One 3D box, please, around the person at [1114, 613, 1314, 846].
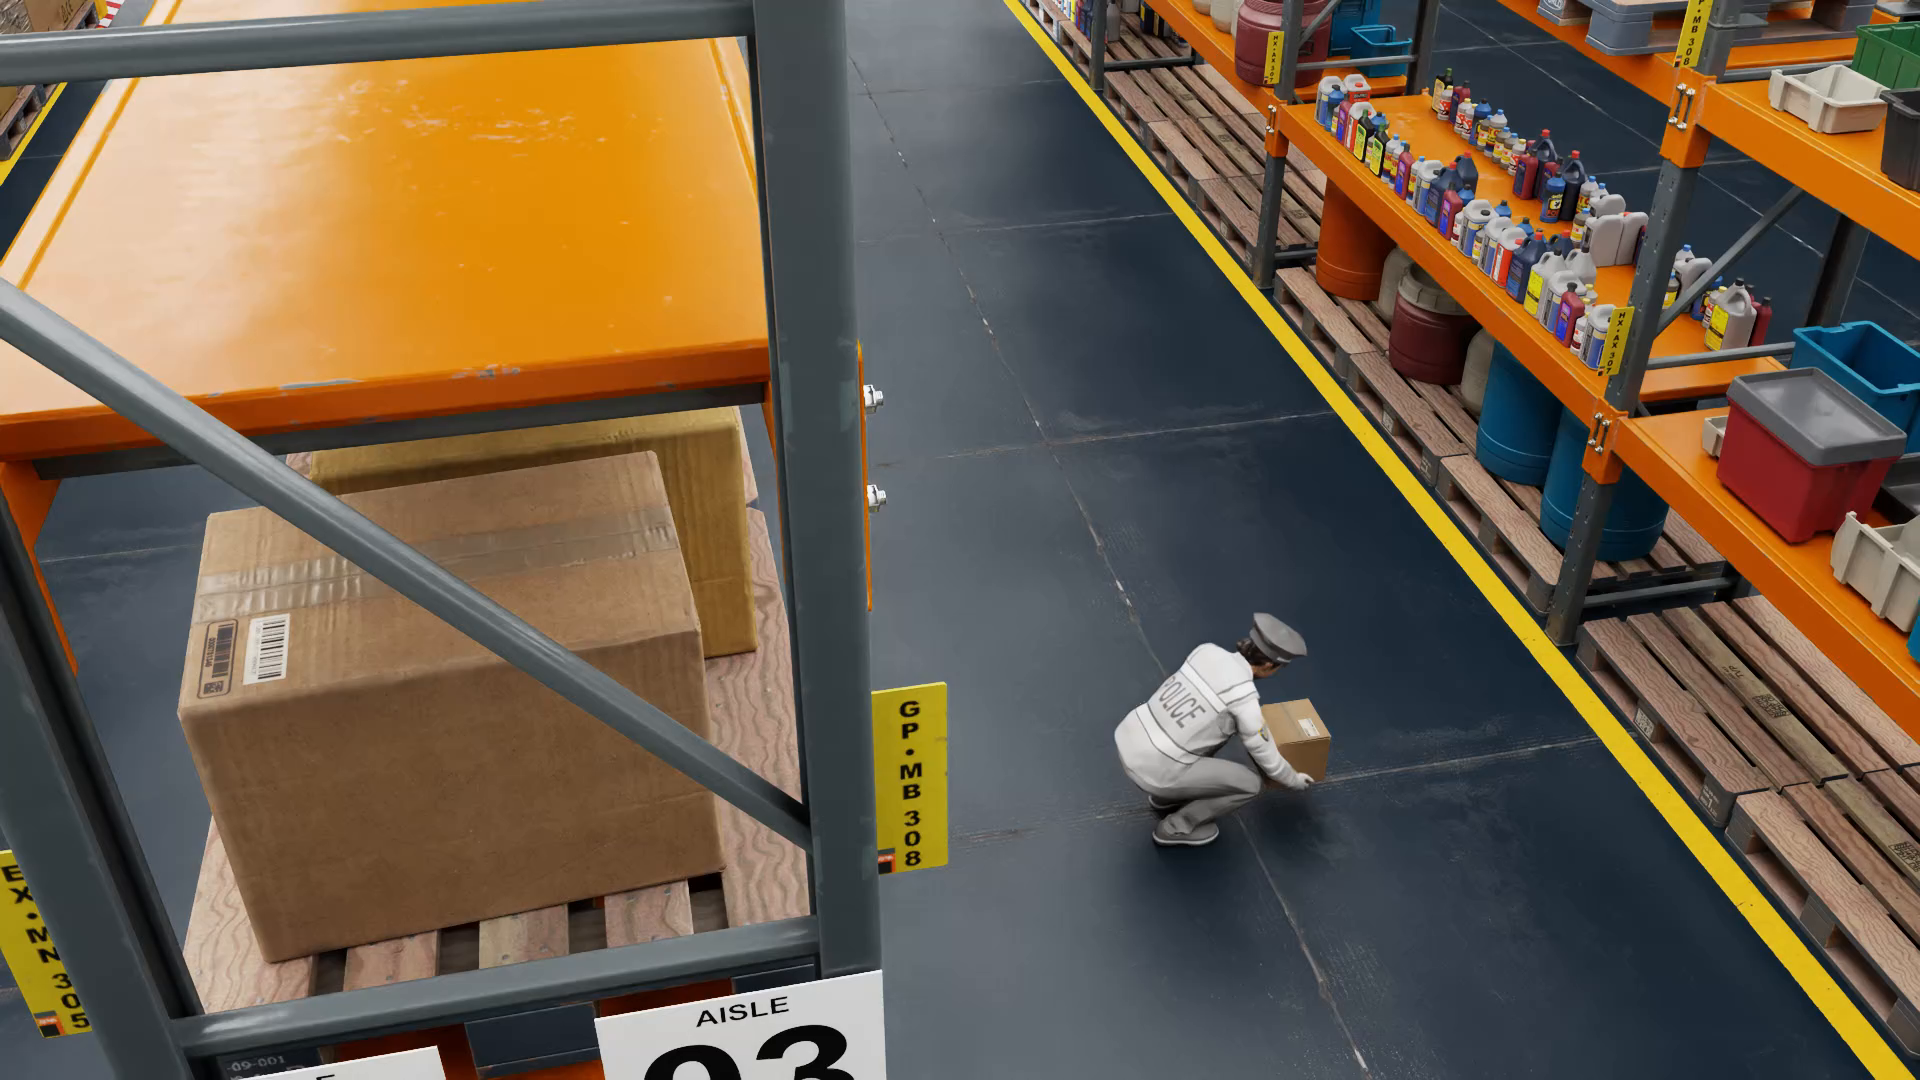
[{"bbox_3d":[1.052,0.778,6.856,0.825,0.961,0.498,-7,35,-10],"label":"person"}]
